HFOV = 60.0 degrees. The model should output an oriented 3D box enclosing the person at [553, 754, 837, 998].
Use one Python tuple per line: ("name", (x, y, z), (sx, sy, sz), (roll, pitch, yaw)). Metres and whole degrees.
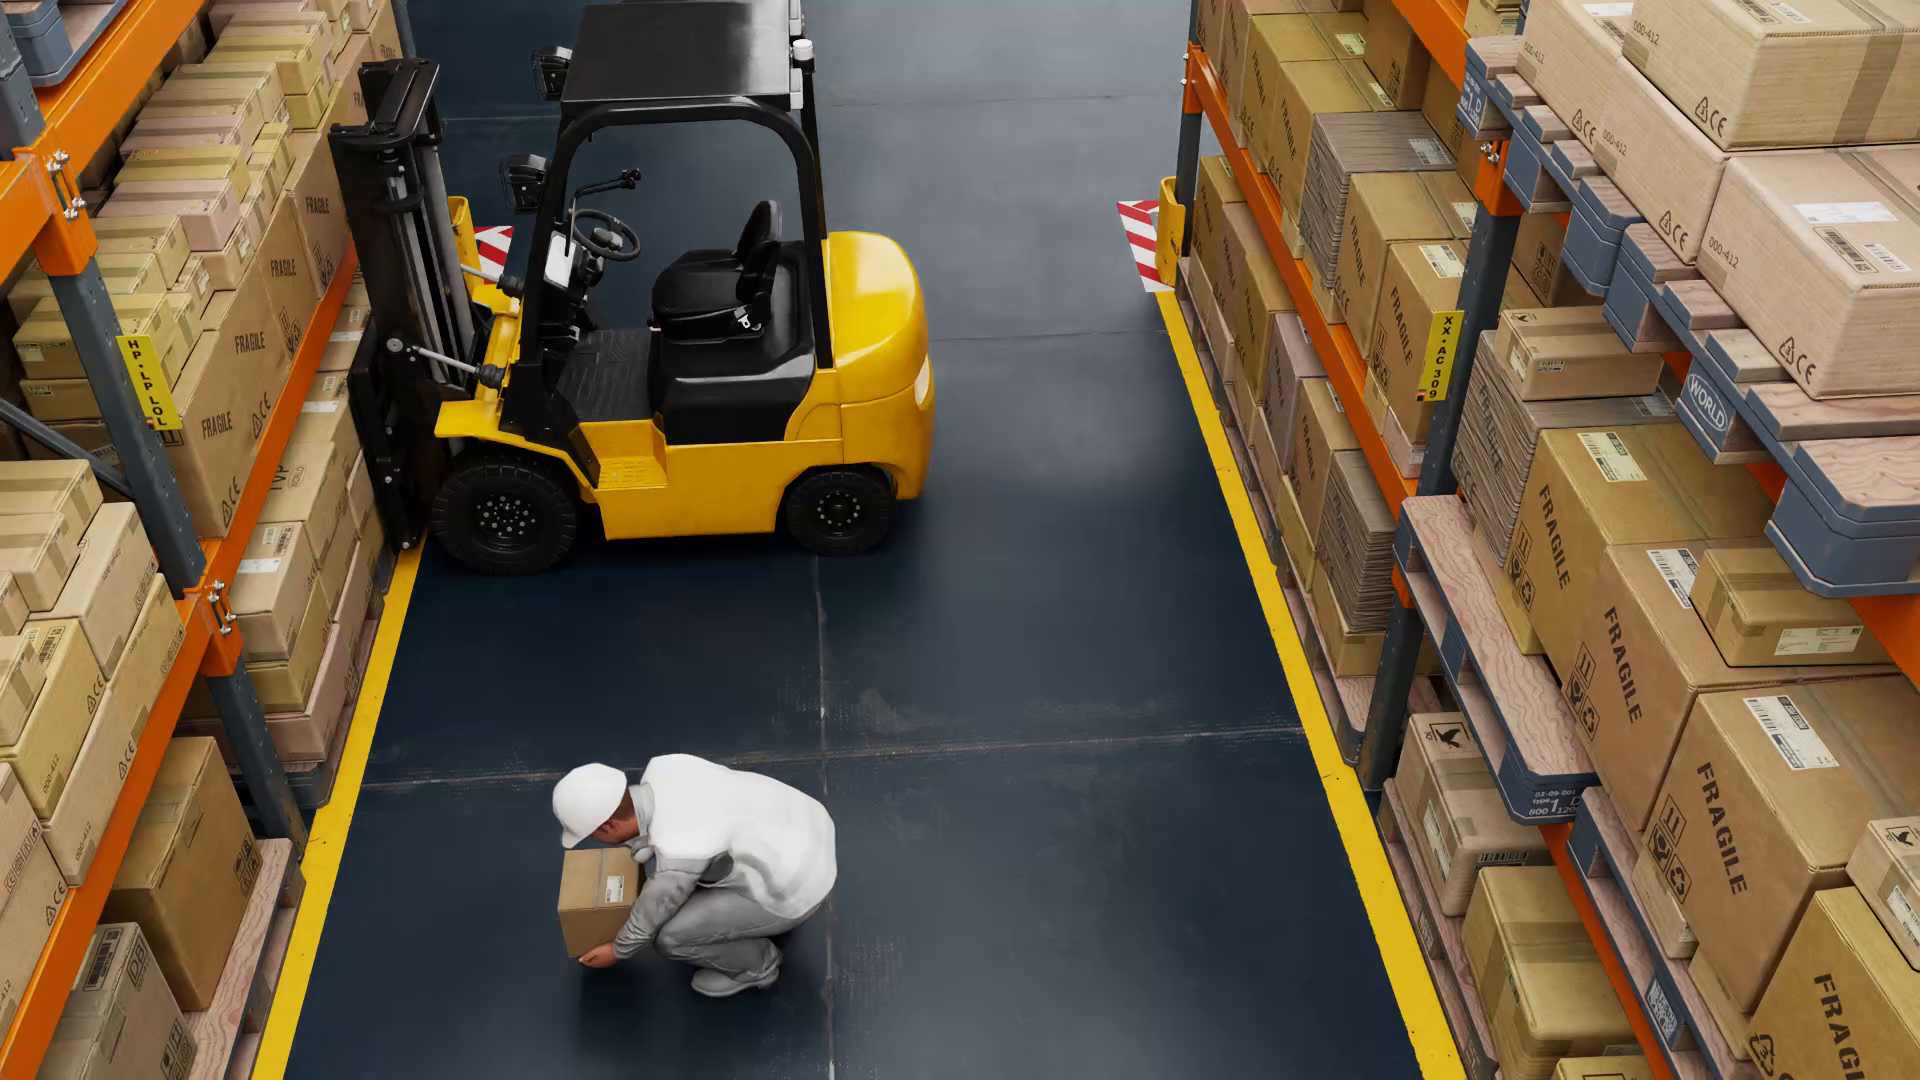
("person", (-0.840, 1.057, 5.436), (0.867, 1.009, 0.541), (-3, 39, -4))
